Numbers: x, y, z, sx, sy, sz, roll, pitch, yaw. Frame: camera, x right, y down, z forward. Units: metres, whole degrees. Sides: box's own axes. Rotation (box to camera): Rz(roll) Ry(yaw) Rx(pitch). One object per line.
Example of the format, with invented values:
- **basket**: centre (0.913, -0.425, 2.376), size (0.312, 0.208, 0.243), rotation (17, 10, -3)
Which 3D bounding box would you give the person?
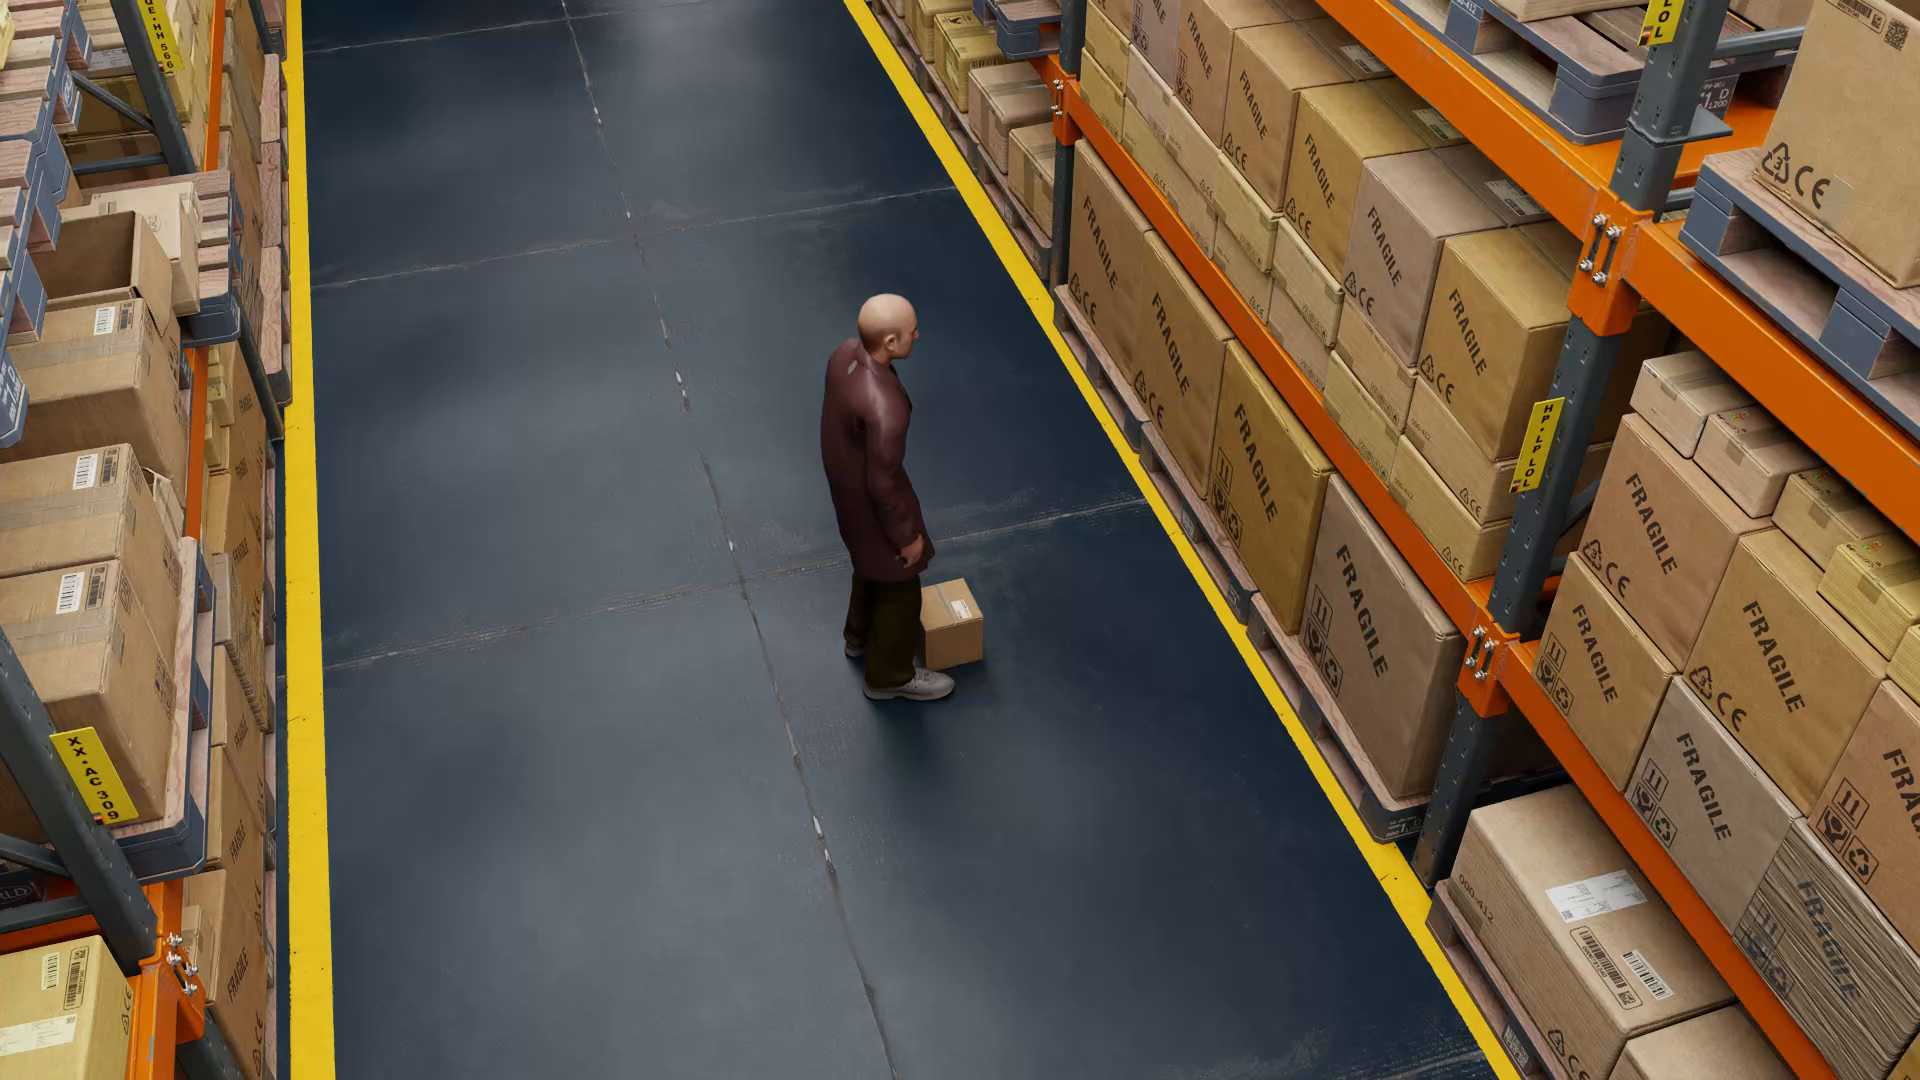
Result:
- **person**: centre (-0.296, -0.159, 6.349), size (0.426, 1.774, 0.644), rotation (-12, 43, -13)
